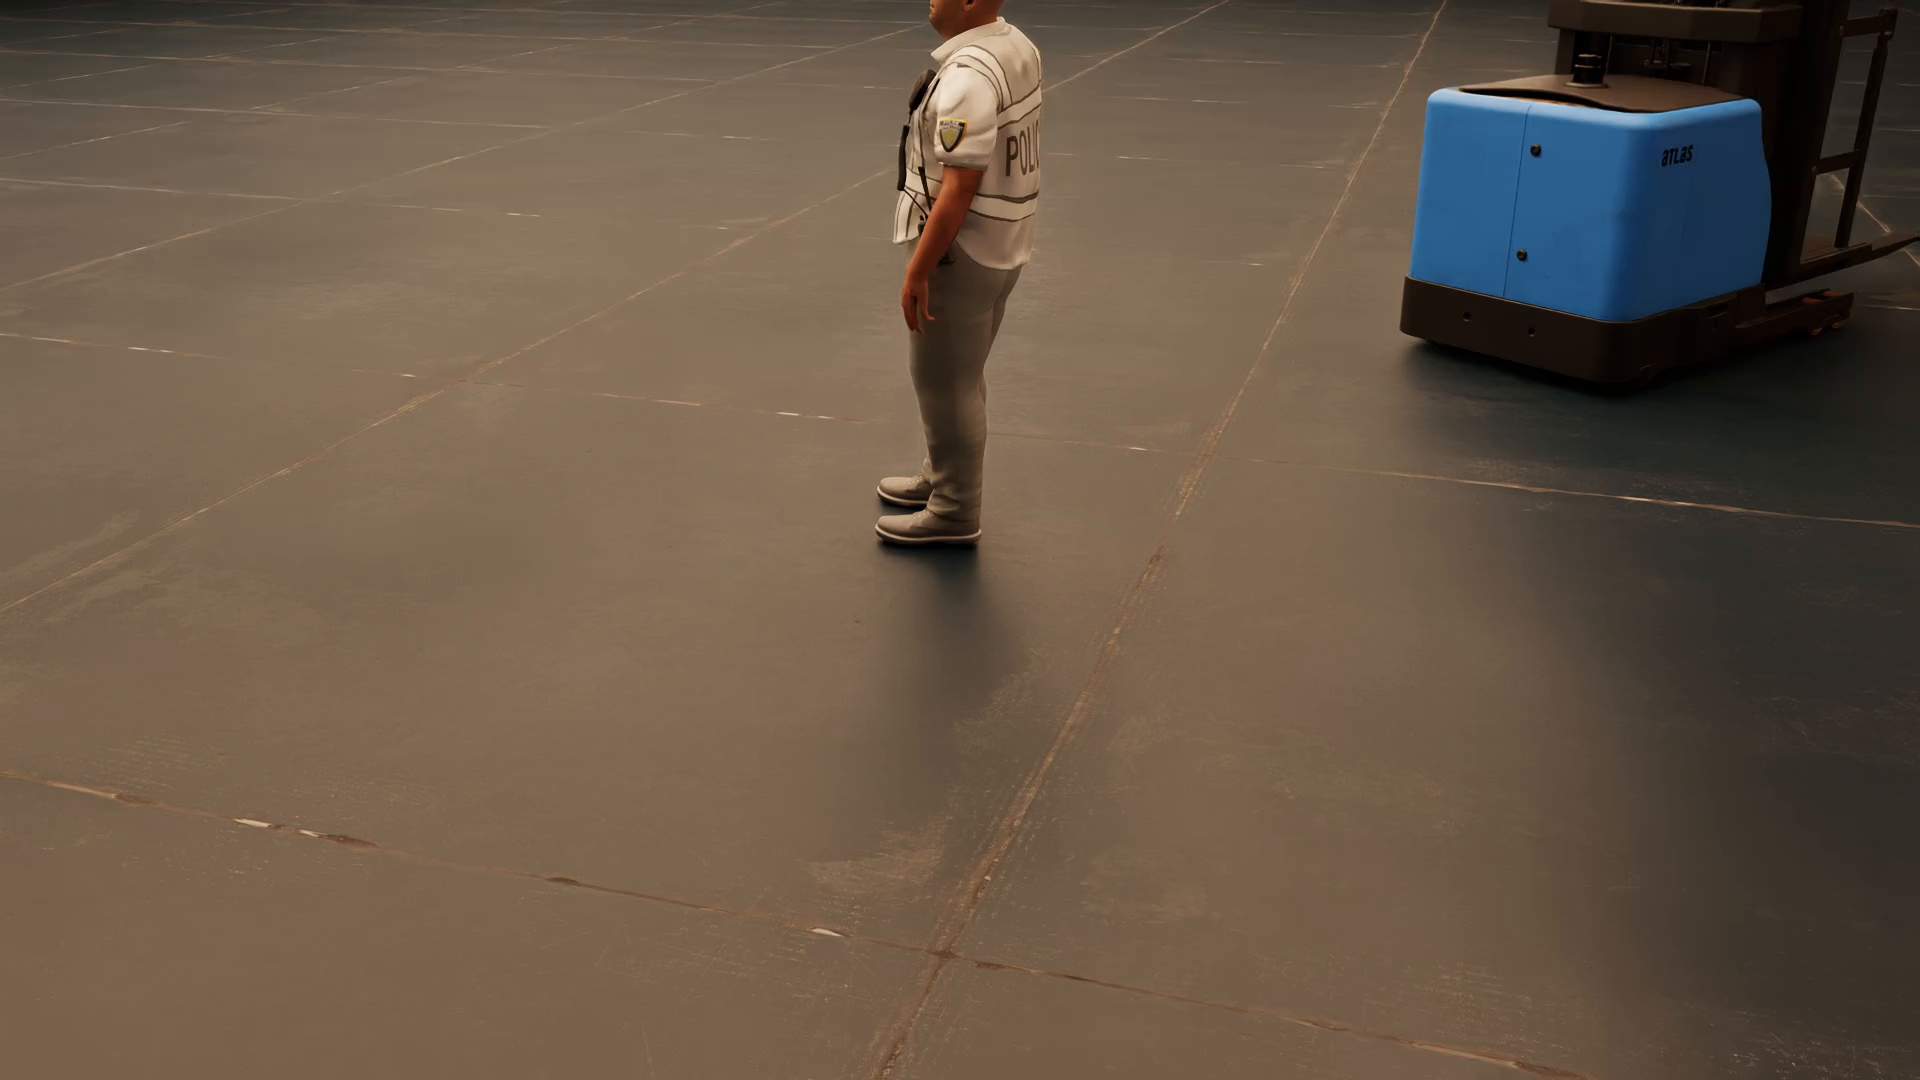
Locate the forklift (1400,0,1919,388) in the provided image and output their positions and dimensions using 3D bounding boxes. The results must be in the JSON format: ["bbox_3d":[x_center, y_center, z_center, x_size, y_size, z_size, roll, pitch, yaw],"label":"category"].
[{"bbox_3d":[3.344,-2.389,7.065,3.031,2.935,1.130,-17,28,-35],"label":"forklift"}]

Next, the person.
[{"bbox_3d":[-0.070,-0.843,4.810,0.575,1.781,0.640,7,23,16],"label":"person"}]
